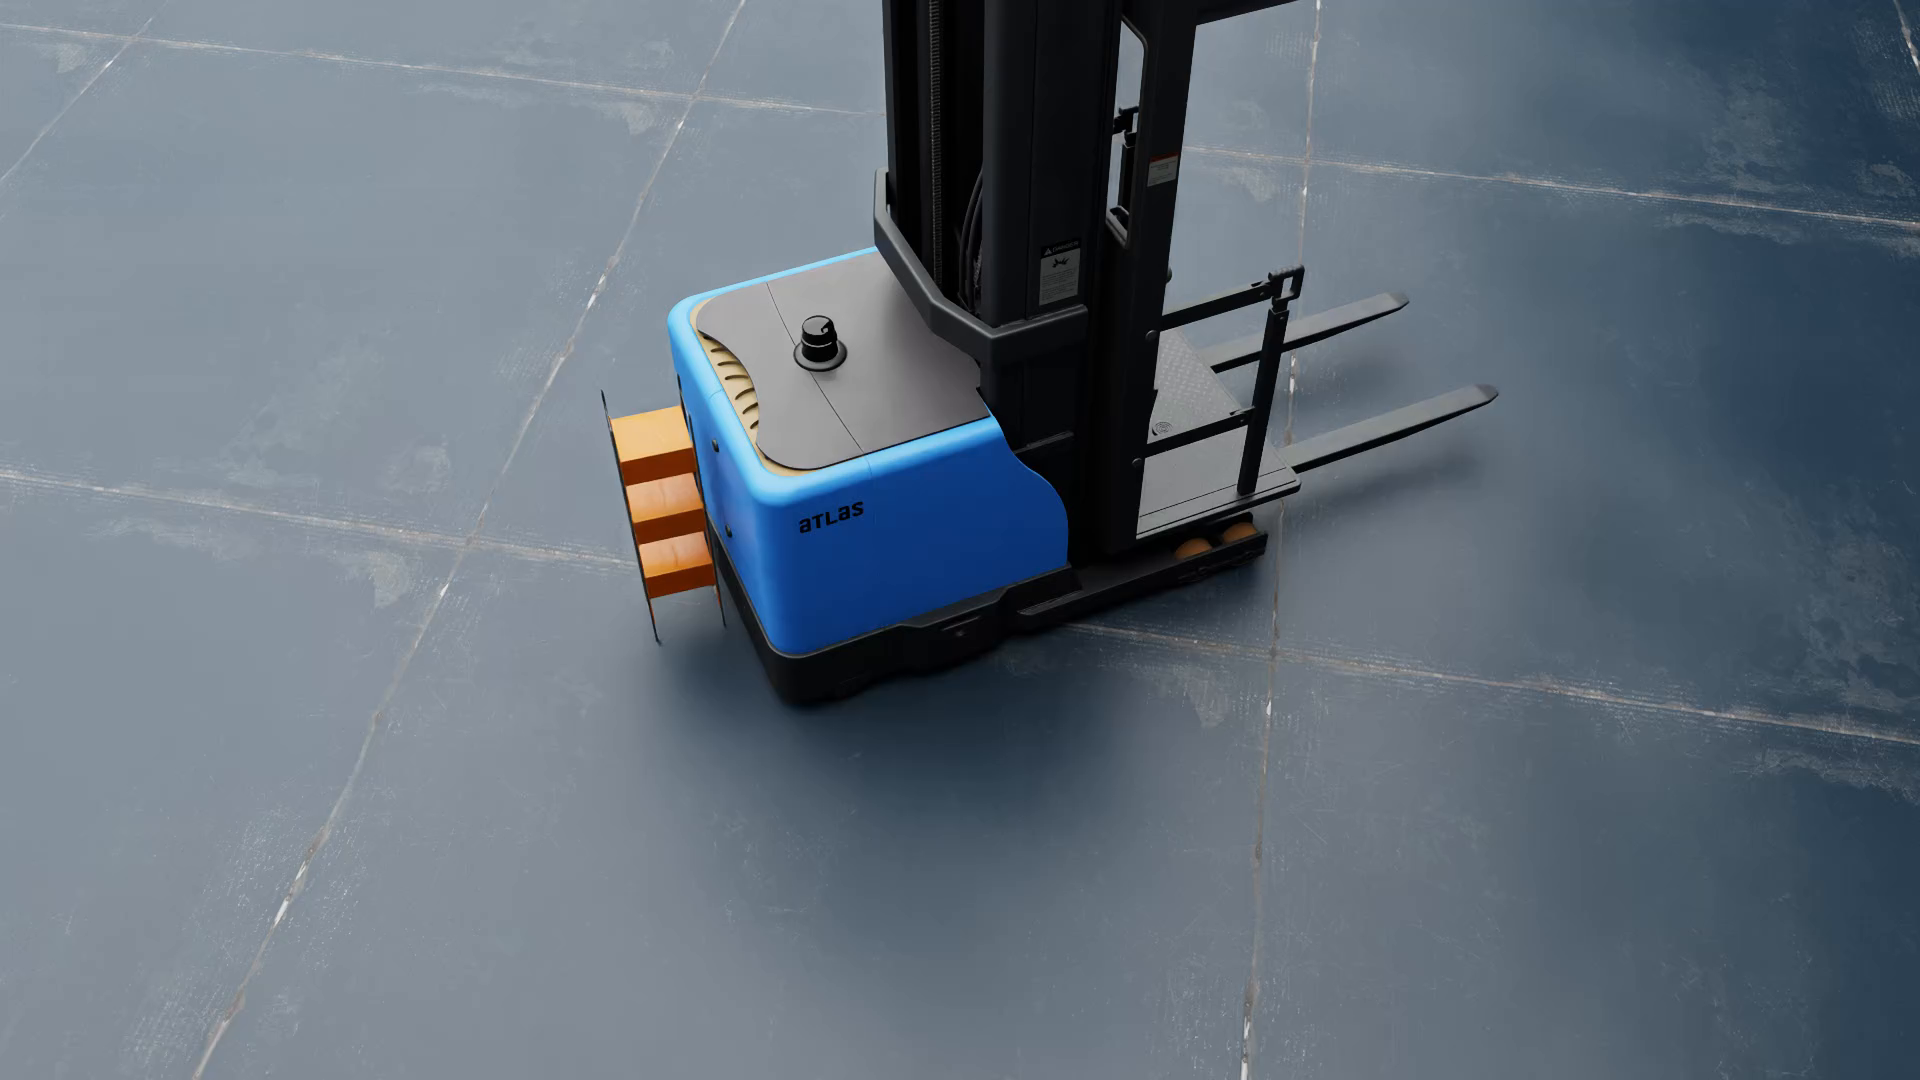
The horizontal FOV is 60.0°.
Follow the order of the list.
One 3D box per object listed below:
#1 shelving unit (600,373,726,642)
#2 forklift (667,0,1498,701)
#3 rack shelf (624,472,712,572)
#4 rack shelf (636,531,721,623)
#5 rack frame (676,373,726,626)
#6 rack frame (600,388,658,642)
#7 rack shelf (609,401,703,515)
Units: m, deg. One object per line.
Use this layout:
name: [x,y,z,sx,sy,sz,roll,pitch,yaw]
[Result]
shelving unit: [-0.991,-0.085,5.621,0.252,1.050,0.215,-13,49,-11]
forklift: [0.576,-1.169,5.330,3.031,2.935,1.130,-18,51,-16]
rack shelf: [-0.991,-0.078,5.629,0.240,0.259,0.215,-13,49,-11]
rack shelf: [-0.991,0.108,5.835,0.240,0.259,0.215,-13,49,-11]
rack frame: [-0.874,-0.112,5.645,0.008,1.050,0.200,-13,49,-11]
rack frame: [-1.107,-0.058,5.597,0.008,1.050,0.200,-13,49,-11]
rack shelf: [-0.991,-0.268,5.417,0.240,0.259,0.215,-13,49,-11]
